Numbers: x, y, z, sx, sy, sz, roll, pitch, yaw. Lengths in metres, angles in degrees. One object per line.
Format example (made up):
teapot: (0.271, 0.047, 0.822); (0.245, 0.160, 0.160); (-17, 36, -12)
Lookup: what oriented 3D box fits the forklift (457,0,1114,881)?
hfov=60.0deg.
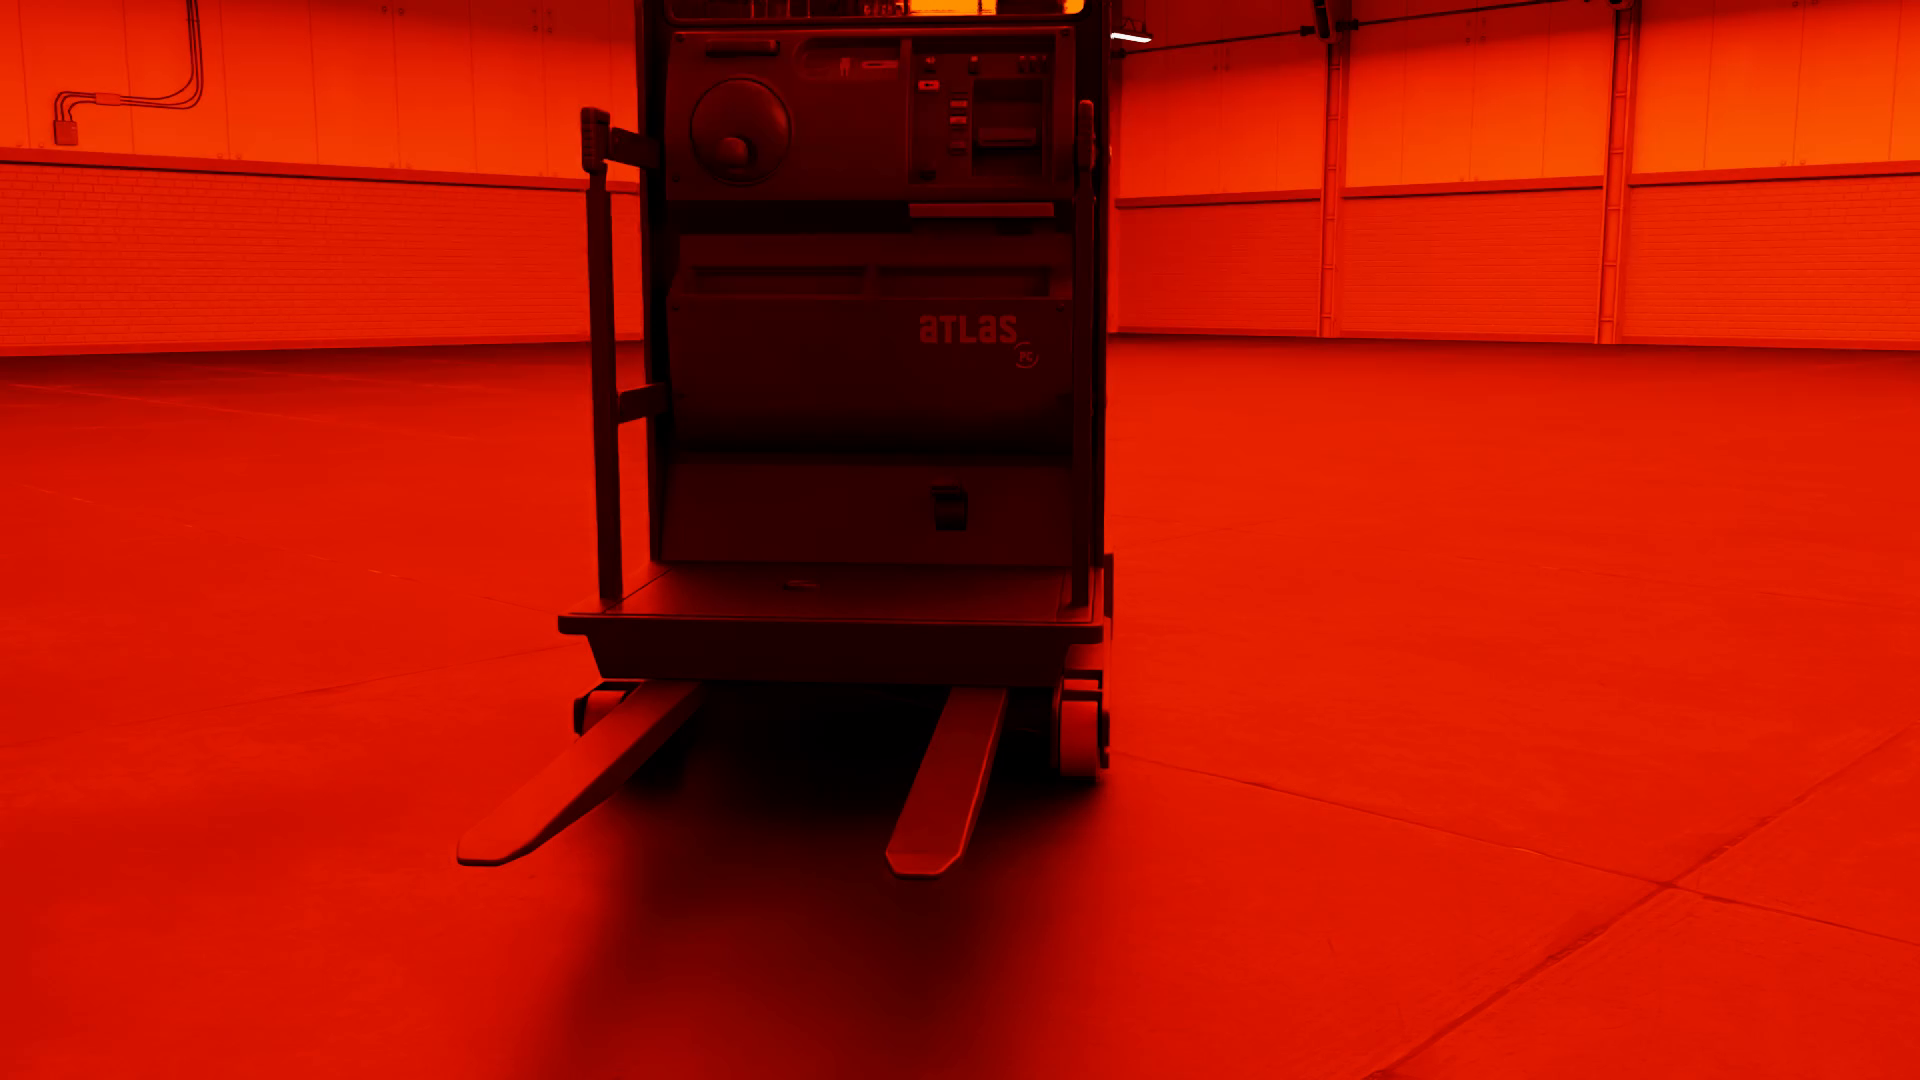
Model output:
forklift: (-0.221, -1.007, 3.562); (1.130, 2.935, 3.031); (1, 9, 5)
